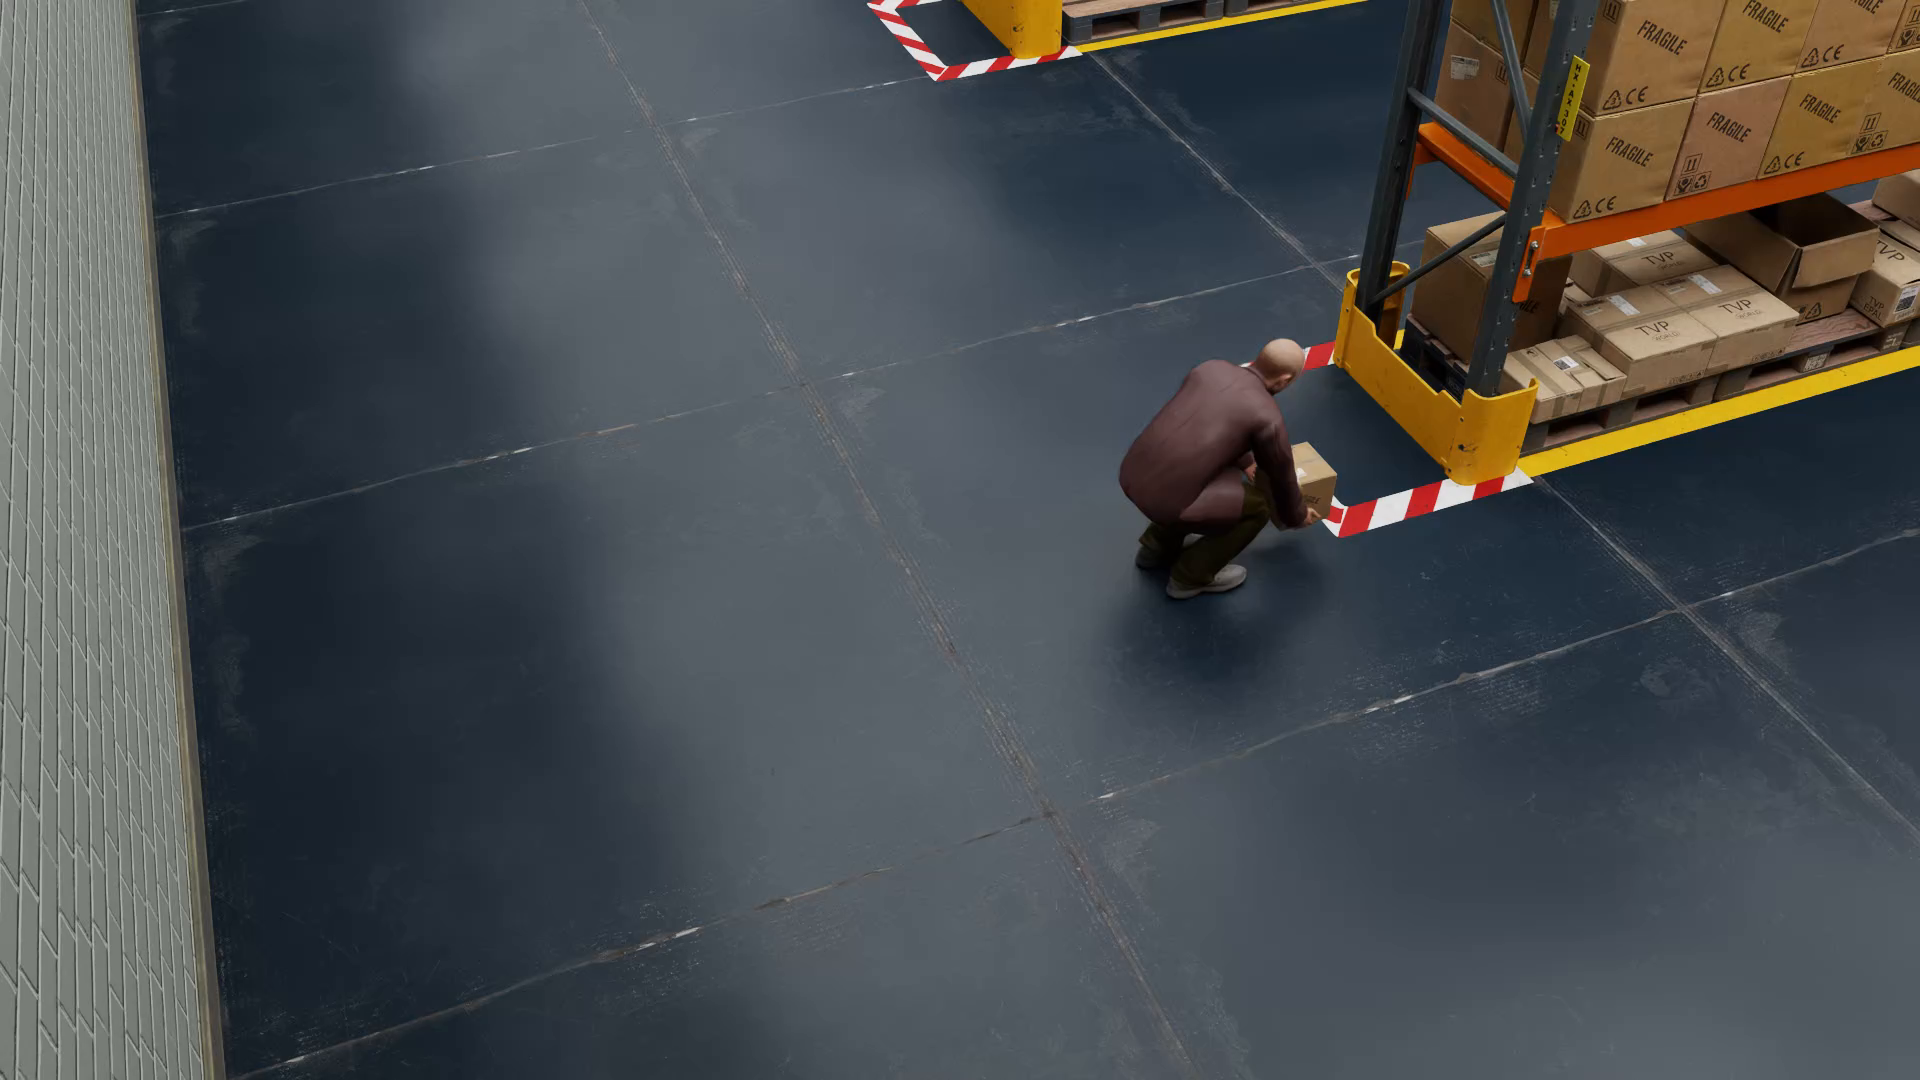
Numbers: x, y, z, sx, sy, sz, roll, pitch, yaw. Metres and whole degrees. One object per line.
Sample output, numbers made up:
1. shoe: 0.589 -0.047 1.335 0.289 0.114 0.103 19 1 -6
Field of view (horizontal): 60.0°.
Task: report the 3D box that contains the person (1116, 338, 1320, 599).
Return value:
1. person: 1.079 -0.301 7.058 0.885 1.064 0.610 -15 43 -17
